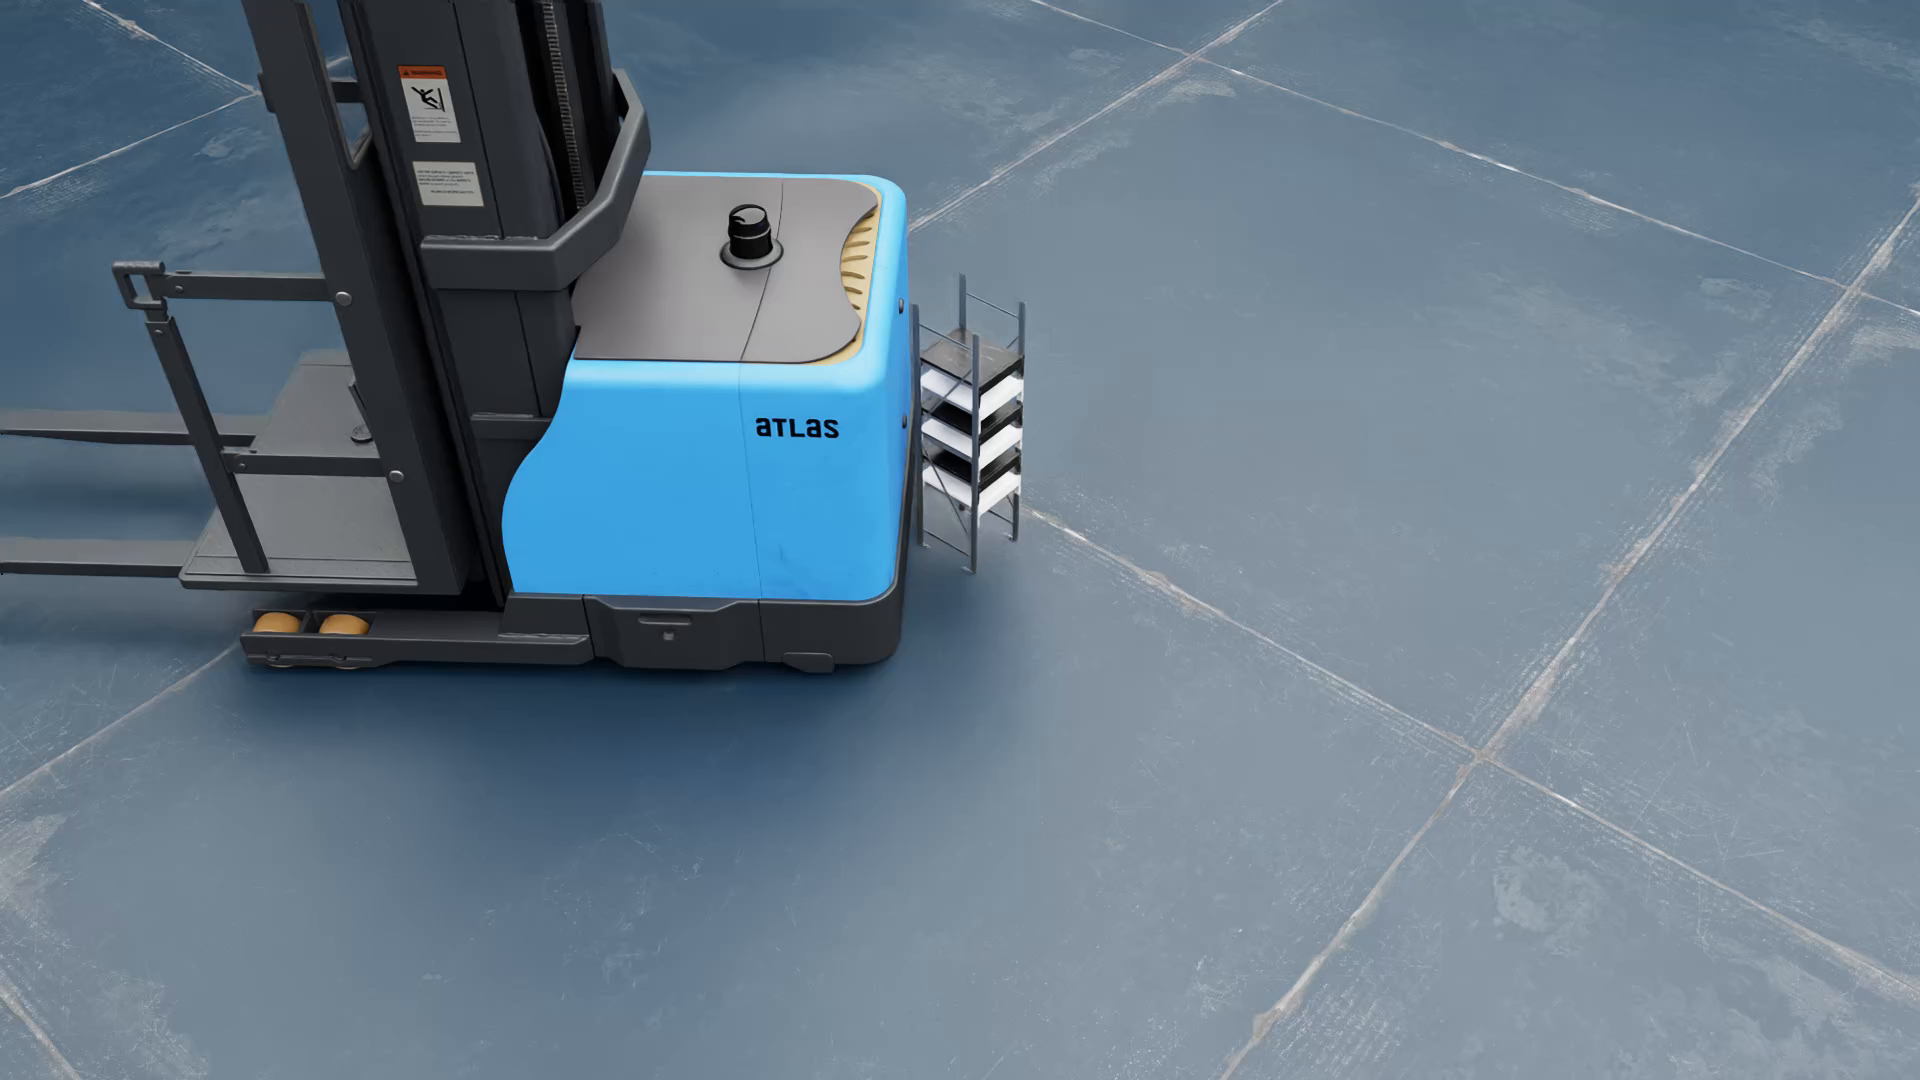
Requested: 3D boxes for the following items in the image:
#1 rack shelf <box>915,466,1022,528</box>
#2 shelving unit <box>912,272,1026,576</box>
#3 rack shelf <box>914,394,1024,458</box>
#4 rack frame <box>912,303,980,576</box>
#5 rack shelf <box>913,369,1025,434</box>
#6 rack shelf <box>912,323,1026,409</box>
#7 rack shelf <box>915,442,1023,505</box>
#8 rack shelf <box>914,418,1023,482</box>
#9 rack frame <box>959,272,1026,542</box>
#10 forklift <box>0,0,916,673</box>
[{"bbox_3d":[0.026,-0.170,5.085,0.258,0.077,0.200,30,50,28],"label":"rack shelf"},{"bbox_3d":[0.026,-0.328,4.942,0.258,0.900,0.210,30,50,28],"label":"shelving unit"},{"bbox_3d":[0.026,-0.370,4.904,0.258,0.077,0.200,30,50,28],"label":"rack shelf"},{"bbox_3d":[-0.040,-0.276,4.884,0.240,0.900,0.006,30,50,28],"label":"rack frame"},{"bbox_3d":[0.026,-0.436,4.843,0.258,0.077,0.200,30,50,28],"label":"rack shelf"},{"bbox_3d":[0.026,-0.503,4.782,0.258,0.077,0.200,30,50,28],"label":"rack shelf"},{"bbox_3d":[0.026,-0.237,5.025,0.258,0.077,0.200,30,50,28],"label":"rack shelf"},{"bbox_3d":[0.026,-0.303,4.964,0.258,0.077,0.200,30,50,28],"label":"rack shelf"},{"bbox_3d":[0.091,-0.380,4.999,0.240,0.900,0.006,30,50,28],"label":"rack frame"},{"bbox_3d":[-1.673,-1.063,4.240,3.031,2.935,1.130,1,42,2],"label":"forklift"}]
